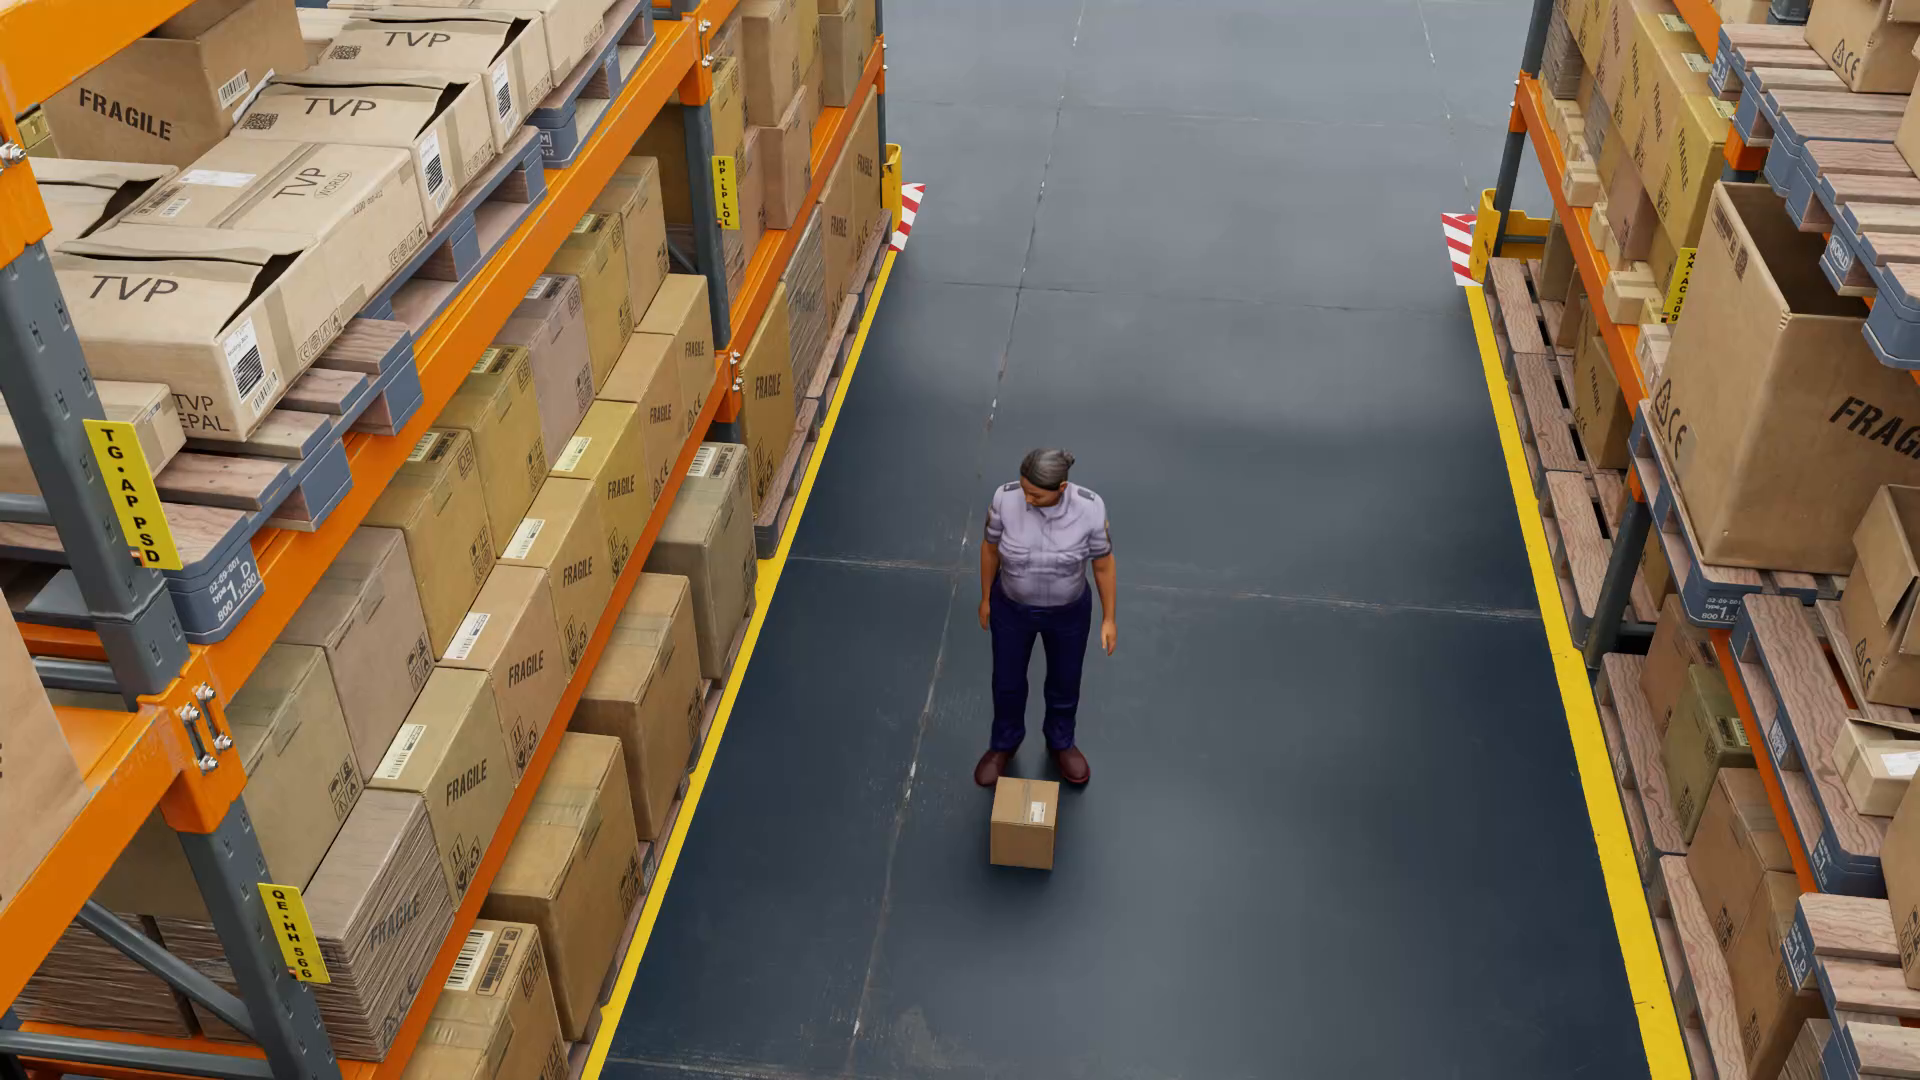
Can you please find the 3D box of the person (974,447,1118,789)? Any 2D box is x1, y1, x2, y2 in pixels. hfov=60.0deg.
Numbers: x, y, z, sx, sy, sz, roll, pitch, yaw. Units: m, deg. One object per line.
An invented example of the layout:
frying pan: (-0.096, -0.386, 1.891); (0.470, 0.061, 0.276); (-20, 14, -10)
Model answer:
person: (0.344, 0.300, 6.645); (0.568, 1.666, 0.360); (1, 36, 1)
